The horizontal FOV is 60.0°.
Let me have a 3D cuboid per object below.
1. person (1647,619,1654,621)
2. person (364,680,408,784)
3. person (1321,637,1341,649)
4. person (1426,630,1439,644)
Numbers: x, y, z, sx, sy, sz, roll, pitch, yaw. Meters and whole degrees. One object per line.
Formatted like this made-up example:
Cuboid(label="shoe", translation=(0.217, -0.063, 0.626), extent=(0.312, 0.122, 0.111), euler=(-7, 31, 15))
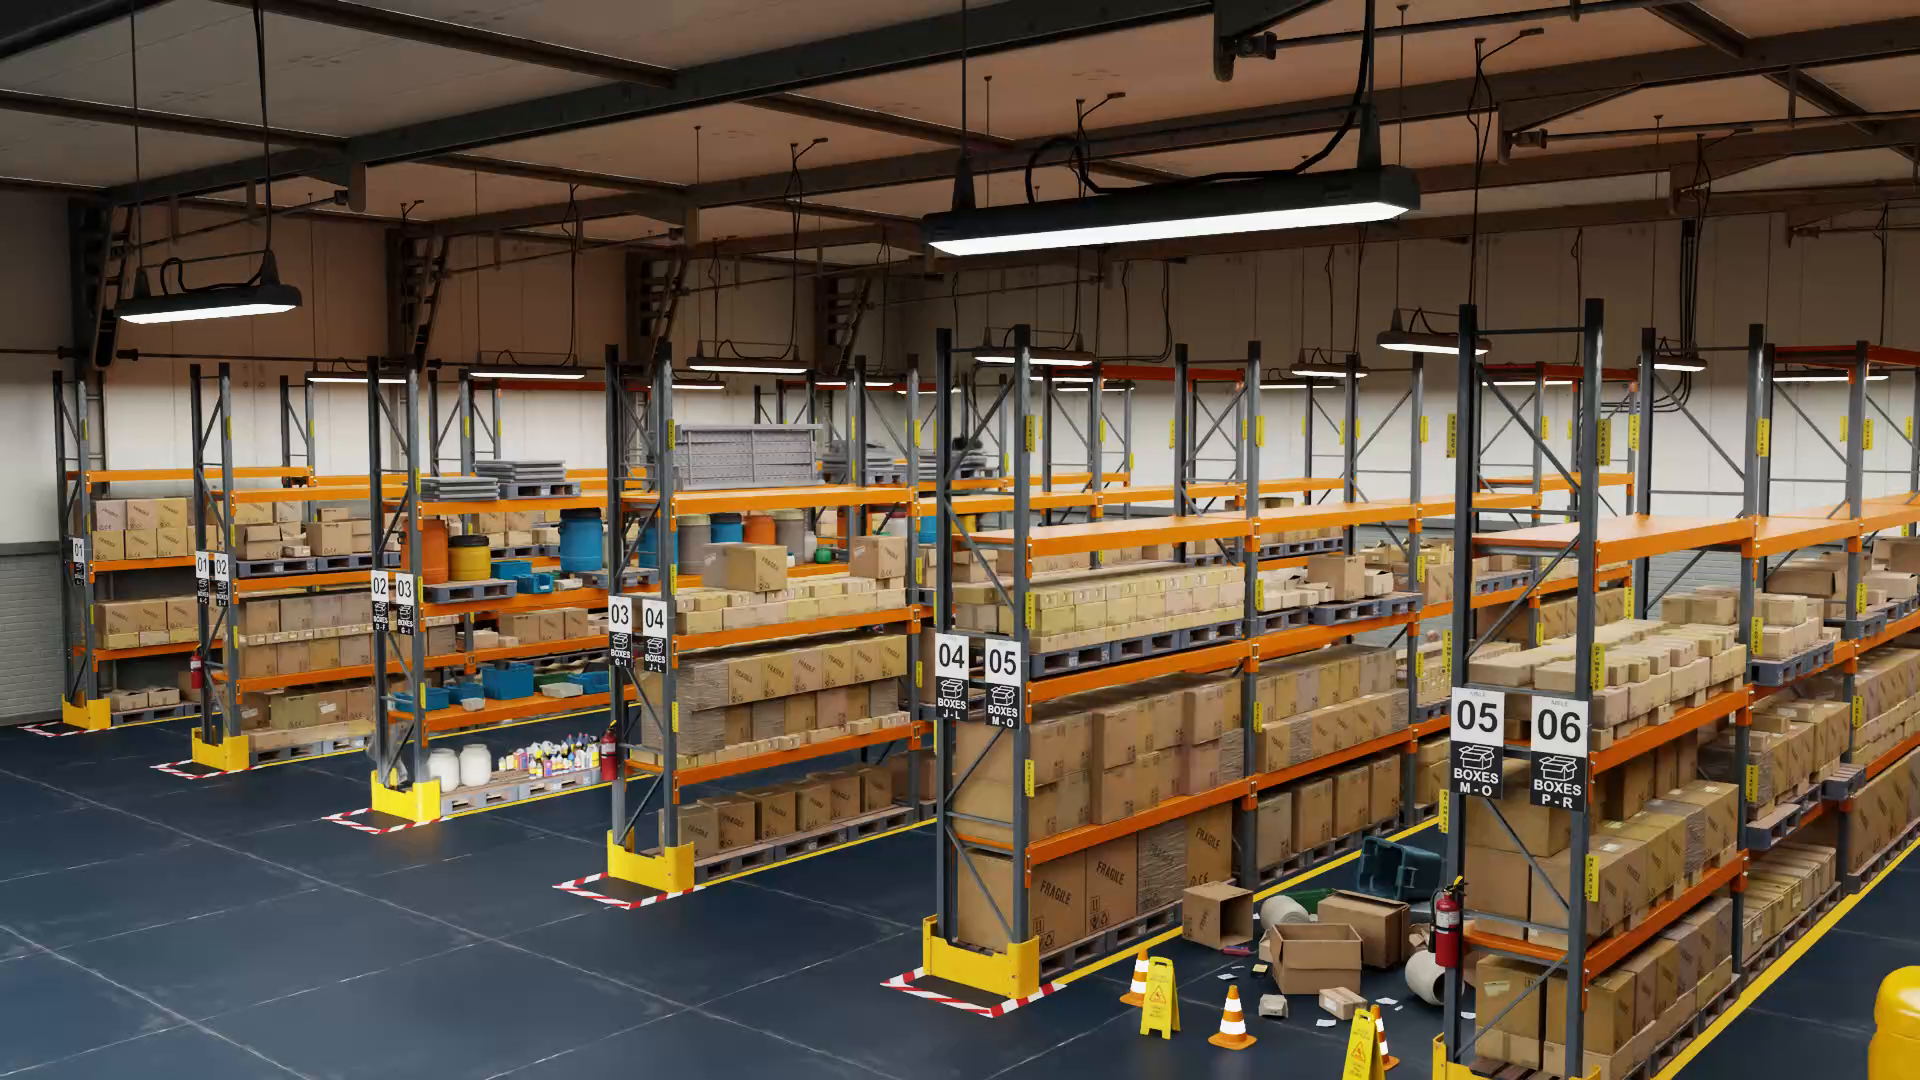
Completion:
Cuboid(label="person", translation=(11.613, 2.242, 28.197), extent=(0.672, 1.820, 0.657), euler=(4, 6, 42))
Cuboid(label="person", translation=(-8.043, 2.689, 23.316), extent=(0.507, 1.546, 0.681), euler=(3, 5, 40))
Cuboid(label="person", translation=(6.079, 2.310, 27.014), extent=(0.704, 1.745, 0.992), euler=(2, 5, 31))
Cuboid(label="person", translation=(7.645, 2.328, 26.752), extent=(0.707, 1.783, 0.966), euler=(4, 6, 44))
